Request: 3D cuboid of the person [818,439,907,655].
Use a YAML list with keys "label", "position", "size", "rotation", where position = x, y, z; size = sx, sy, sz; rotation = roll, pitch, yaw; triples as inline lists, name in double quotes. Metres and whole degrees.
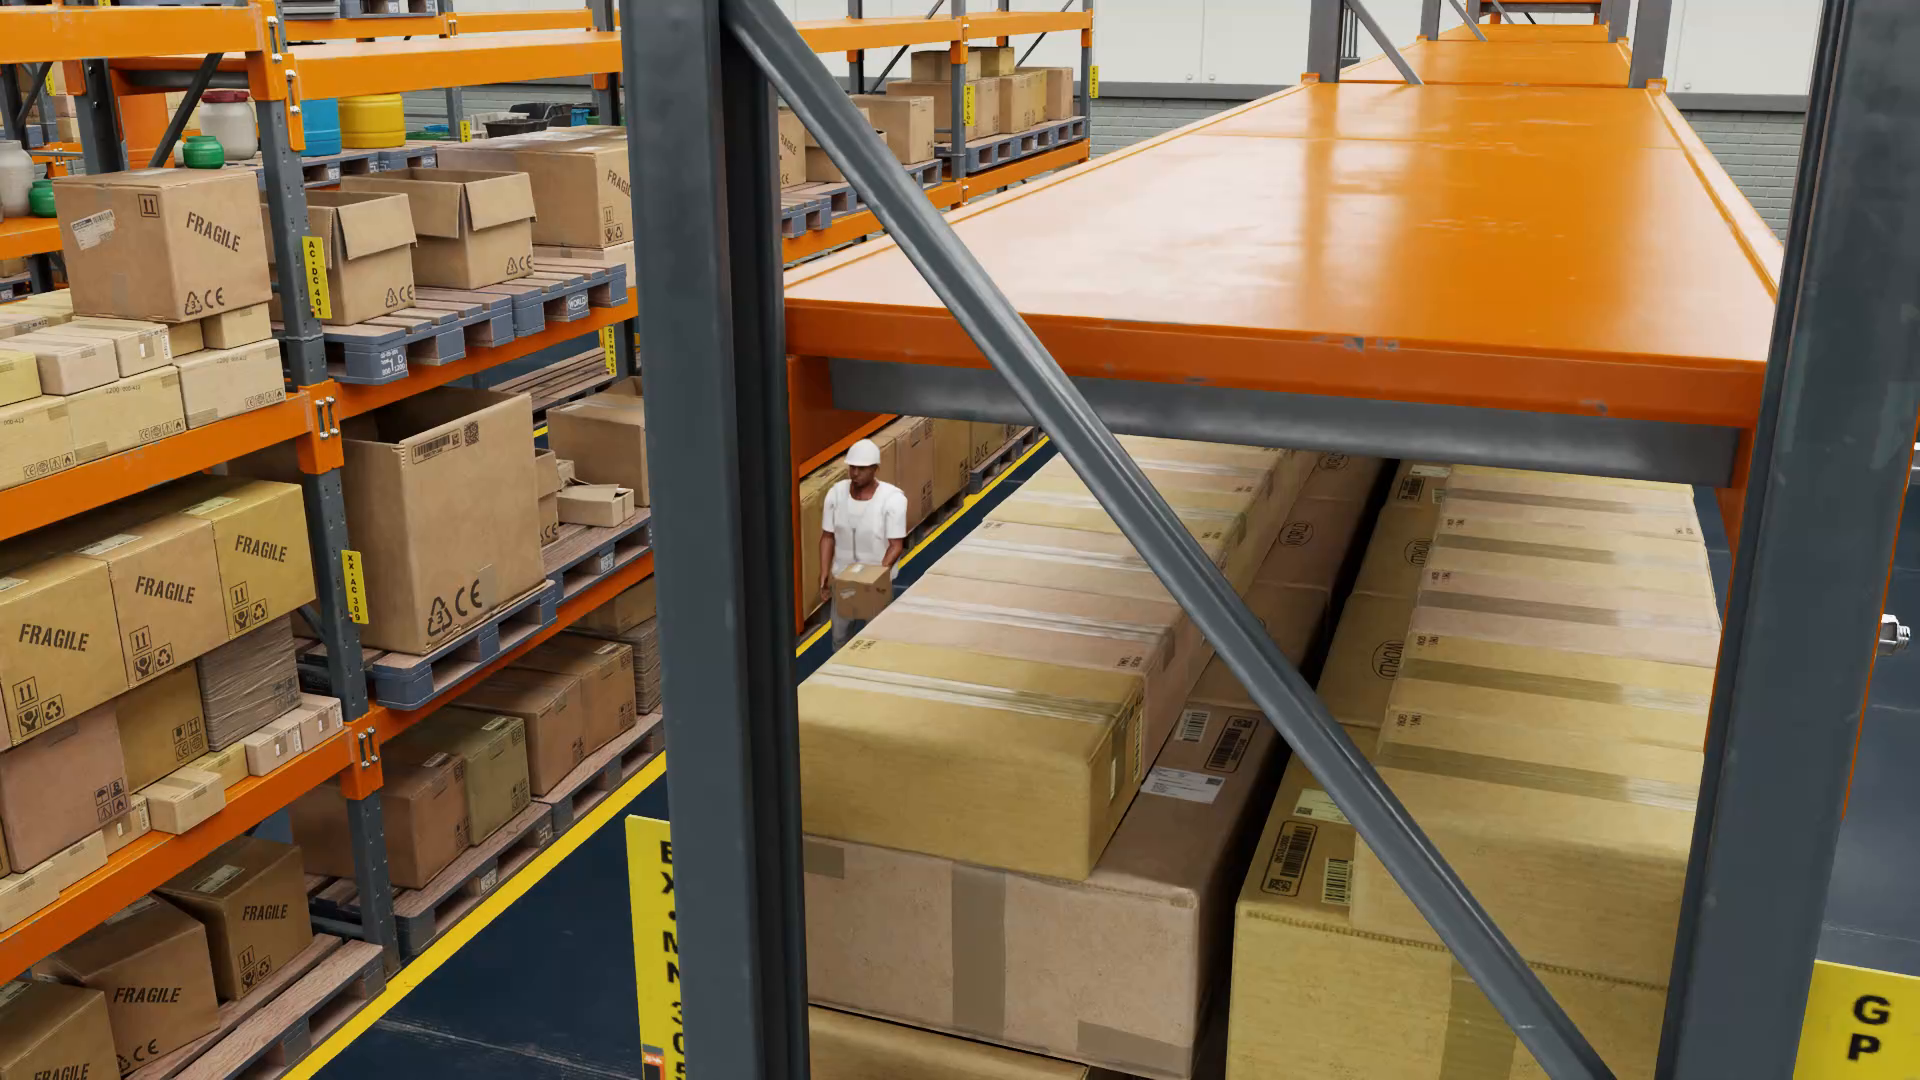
- label: "person"
  position: [-0.620, 0.257, 10.254]
  size: [0.558, 1.769, 0.520]
  rotation: [7, 20, 21]
